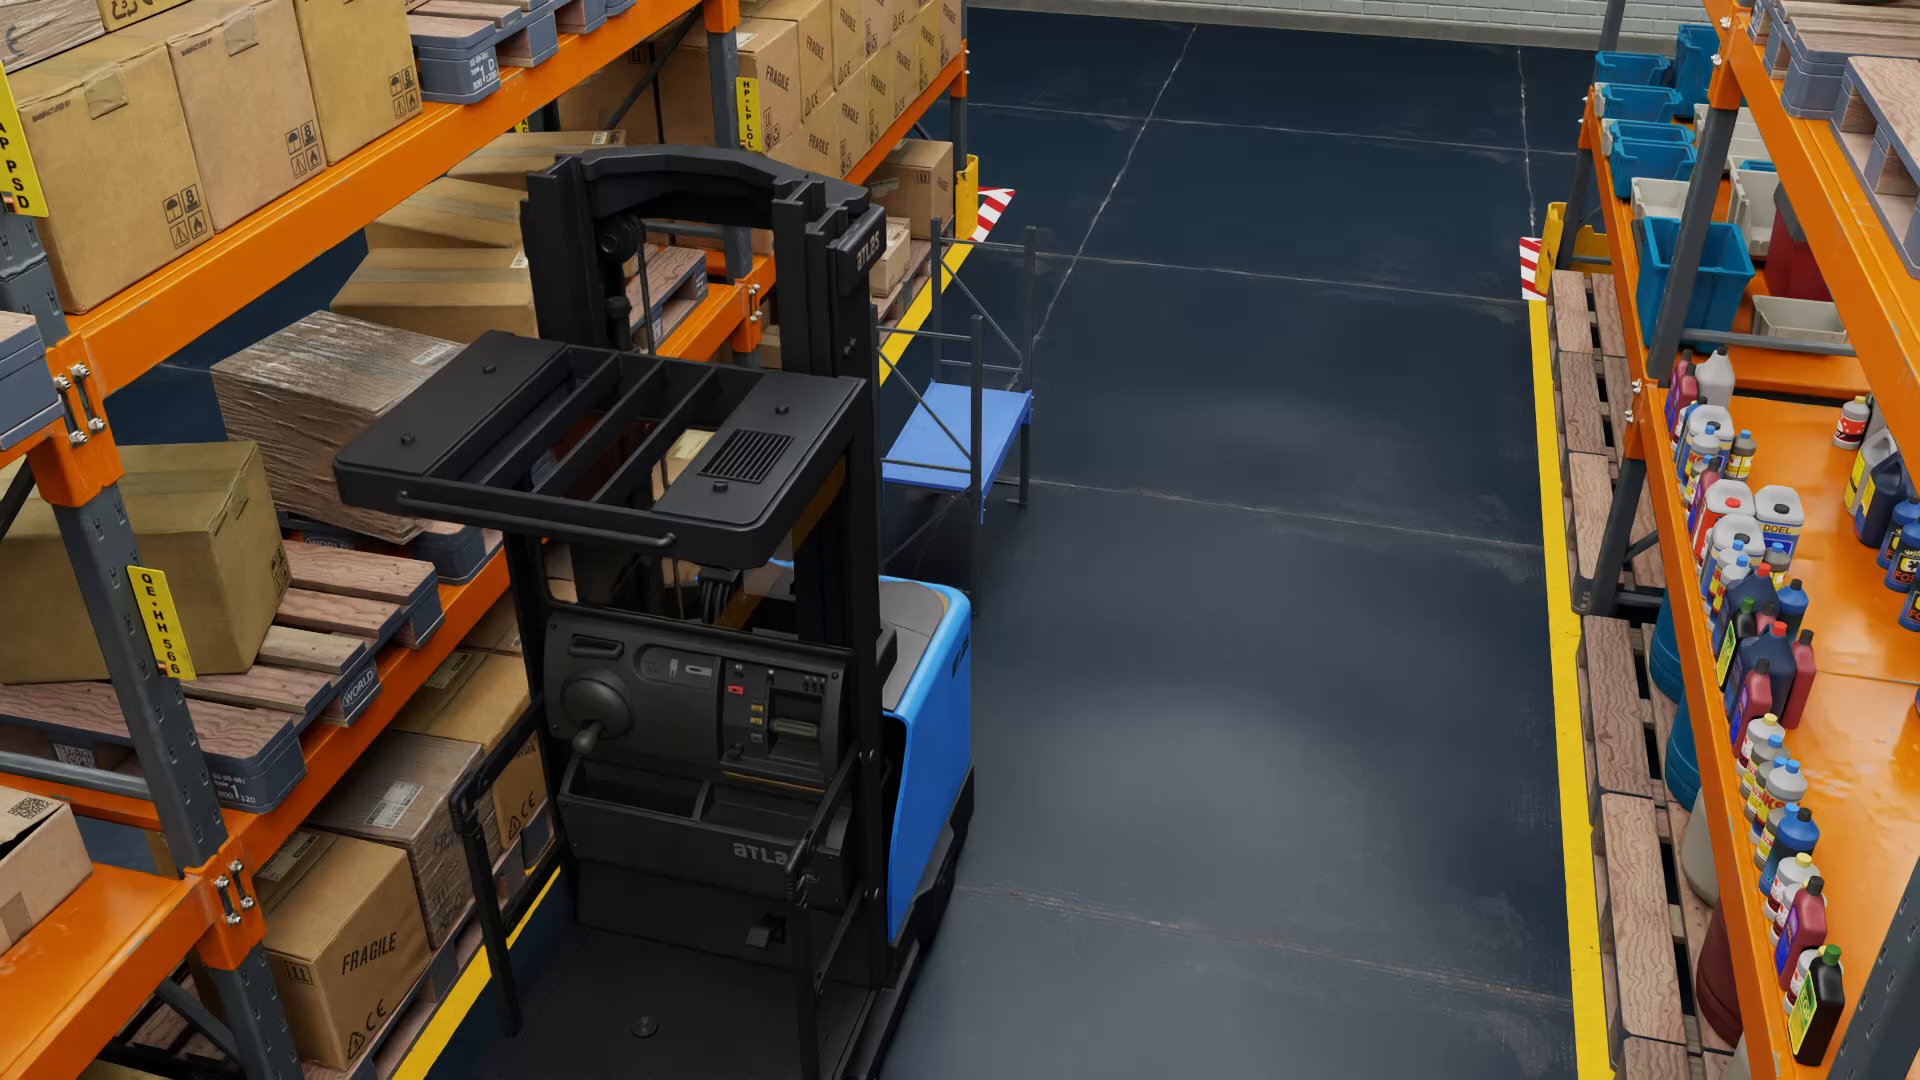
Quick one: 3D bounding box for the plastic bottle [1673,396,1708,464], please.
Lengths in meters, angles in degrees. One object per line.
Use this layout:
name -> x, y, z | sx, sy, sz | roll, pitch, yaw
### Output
plastic bottle -> 2.748, -0.410, 6.219 | 0.097, 0.271, 0.097 | 0, 32, 0

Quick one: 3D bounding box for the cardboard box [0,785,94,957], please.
cardboard box -> -2.616, 0.841, 4.214 | 0.500, 0.311, 0.500 | 10, 34, 15

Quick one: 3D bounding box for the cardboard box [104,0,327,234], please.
cardboard box -> -2.274, -1.183, 4.426 | 0.910, 0.500, 0.500 | 8, 33, 12

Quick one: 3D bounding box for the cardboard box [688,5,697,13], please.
cardboard box -> -1.461, -2.483, 8.335 | 0.500, 0.500, 0.500 | 7, 33, 11

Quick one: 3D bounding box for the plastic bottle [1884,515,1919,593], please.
plastic bottle -> 3.157, 0.038, 5.514 | 0.097, 0.271, 0.097 | 0, 32, 0

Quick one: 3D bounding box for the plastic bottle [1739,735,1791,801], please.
plastic bottle -> 2.253, 0.633, 4.644 | 0.097, 0.201, 0.097 | 0, 32, 0

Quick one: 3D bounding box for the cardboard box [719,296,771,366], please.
cardboard box -> -1.405, -1.230, 9.484 | 0.500, 0.311, 0.500 | 8, 33, 12

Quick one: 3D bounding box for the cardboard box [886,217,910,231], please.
cardboard box -> -0.540, -2.007, 10.842 | 0.380, 0.166, 0.250 | 8, 33, 12

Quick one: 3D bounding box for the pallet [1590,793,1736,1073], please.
pallet -> 2.780, 1.428, 5.807 | 1.003, 0.211, 1.213 | 8, 33, 12

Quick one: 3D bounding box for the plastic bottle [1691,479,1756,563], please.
plastic bottle -> 2.603, -0.058, 5.660 | 0.152, 0.276, 0.135 | 8, 33, 12

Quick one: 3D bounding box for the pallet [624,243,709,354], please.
pallet -> -1.774, -0.974, 7.165 | 1.003, 0.211, 1.213 | 8, 33, 12

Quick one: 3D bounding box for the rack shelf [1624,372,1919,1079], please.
rack shelf -> 2.817, 0.563, 5.239 | 1.077, 0.370, 4.000 | 8, 33, 12

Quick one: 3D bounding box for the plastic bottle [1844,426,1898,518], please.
plastic bottle -> 3.268, -0.256, 5.903 | 0.144, 0.351, 0.185 | 8, 33, 12

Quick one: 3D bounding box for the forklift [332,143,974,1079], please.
forklift -> -0.841, 0.531, 4.682 | 1.130, 2.935, 3.031 | 9, 33, 13

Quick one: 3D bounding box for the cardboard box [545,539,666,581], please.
cardboard box -> -1.575, 0.225, 7.020 | 0.500, 0.500, 0.500 | 8, 33, 13

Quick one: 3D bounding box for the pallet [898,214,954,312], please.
pallet -> -0.672, -1.901, 11.043 | 1.003, 0.211, 1.213 | 8, 33, 12

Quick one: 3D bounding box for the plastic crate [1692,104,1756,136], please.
plastic crate -> 4.308, -2.321, 9.294 | 0.396, 0.136, 0.243 | 8, 33, 12

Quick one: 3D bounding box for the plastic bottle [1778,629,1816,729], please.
plastic bottle -> 2.476, 0.409, 4.920 | 0.061, 0.283, 0.133 | 8, 33, 12

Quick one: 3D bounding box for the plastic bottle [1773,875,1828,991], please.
plastic bottle -> 2.058, 0.958, 4.055 | 0.061, 0.283, 0.133 | 8, 33, 12

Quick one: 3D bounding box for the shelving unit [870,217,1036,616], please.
shelving unit -> -0.022, -0.589, 7.778 | 0.538, 1.500, 1.048 | 8, 33, 12

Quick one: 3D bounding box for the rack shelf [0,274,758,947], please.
rack shelf -> -1.974, -0.114, 6.303 | 1.077, 0.370, 4.000 | 8, 33, 12

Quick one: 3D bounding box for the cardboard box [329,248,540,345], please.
cardboard box -> -1.855, -0.749, 6.148 | 0.700, 0.500, 0.500 | 0, 32, 0

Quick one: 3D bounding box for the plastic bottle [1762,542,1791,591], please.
plastic bottle -> 2.670, 0.102, 5.479 | 0.097, 0.201, 0.097 | 0, 32, 0

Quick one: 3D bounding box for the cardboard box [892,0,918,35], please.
cardboard box -> -0.552, -3.195, 9.454 | 0.500, 0.500, 0.500 | 9, 34, 14

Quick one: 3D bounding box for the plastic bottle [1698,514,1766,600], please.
plastic bottle -> 2.544, 0.063, 5.471 | 0.152, 0.276, 0.135 | 8, 33, 12

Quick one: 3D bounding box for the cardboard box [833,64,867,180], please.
cardboard box -> -0.817, -2.250, 8.900 | 0.500, 0.500, 0.500 | 8, 33, 12

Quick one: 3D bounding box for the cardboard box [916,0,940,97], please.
cardboard box -> -0.430, -3.034, 10.133 | 0.500, 0.500, 0.500 | 8, 33, 13

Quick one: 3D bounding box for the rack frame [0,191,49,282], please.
rack frame -> -2.481, -1.911, 2.868 | 1.000, 3.000, 0.127 | 8, 33, 12

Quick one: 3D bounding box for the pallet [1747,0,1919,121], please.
pallet -> 3.220, -1.545, 5.264 | 1.213, 0.211, 1.003 | 8, 33, 12

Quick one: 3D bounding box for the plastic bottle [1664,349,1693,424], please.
plastic bottle -> 2.819, -0.597, 6.502 | 0.061, 0.283, 0.133 | 8, 33, 12

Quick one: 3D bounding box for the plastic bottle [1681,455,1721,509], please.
plastic bottle -> 2.665, -0.210, 5.969 | 0.097, 0.201, 0.097 | 0, 32, 0

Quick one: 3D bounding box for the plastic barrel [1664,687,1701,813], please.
plastic barrel -> 2.990, 0.577, 6.111 | 0.600, 0.901, 0.708 | 8, 33, 12

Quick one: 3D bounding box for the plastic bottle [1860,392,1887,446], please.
plastic bottle -> 3.537, -0.478, 6.321 | 0.152, 0.276, 0.135 | 8, 33, 12

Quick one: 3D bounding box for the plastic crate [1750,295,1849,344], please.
plastic crate -> 3.581, -0.915, 7.083 | 0.396, 0.136, 0.243 | 8, 33, 12

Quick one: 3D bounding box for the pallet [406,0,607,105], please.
pallet -> -1.960, -1.774, 5.624 | 1.213, 0.211, 1.003 | 8, 33, 12

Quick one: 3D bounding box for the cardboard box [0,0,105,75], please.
cardboard box -> -2.364, -1.335, 3.733 | 0.500, 0.500, 0.500 | 8, 33, 12

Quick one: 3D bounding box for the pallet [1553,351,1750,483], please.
pallet -> 3.781, -0.624, 9.035 | 1.003, 0.211, 1.213 | 8, 33, 12

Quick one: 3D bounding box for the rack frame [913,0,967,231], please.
rack frame -> -0.451, -3.531, 11.008 | 1.000, 3.000, 0.127 | 8, 33, 12

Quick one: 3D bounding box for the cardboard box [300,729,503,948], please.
cardboard box -> -1.962, 1.020, 5.769 | 0.500, 0.500, 0.500 | 7, 33, 11

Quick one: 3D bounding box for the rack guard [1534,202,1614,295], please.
rack guard -> 4.333, -1.814, 10.637 | 1.175, 0.500, 0.348 | 8, 33, 12

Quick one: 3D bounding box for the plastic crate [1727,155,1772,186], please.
plastic crate -> 4.116, -1.868, 8.583 | 0.298, 0.136, 0.250 | 8, 33, 12

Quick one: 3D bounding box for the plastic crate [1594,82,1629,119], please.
plastic crate -> 3.797, -2.530, 9.624 | 0.250, 0.136, 0.298 | 8, 33, 12

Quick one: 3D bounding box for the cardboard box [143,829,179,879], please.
cardboard box -> -2.471, 0.973, 5.844 | 0.500, 0.500, 0.500 | 9, 34, 14

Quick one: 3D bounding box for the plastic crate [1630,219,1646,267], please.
plastic crate -> 3.348, -1.305, 7.708 | 0.437, 0.125, 0.590 | 8, 33, 12

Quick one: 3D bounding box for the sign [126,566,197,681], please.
sign -> -1.943, 0.206, 4.051 | 0.100, 0.325, 0.005 | 8, 33, 12

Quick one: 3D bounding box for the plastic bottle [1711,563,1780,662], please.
plastic bottle -> 2.451, 0.215, 5.162 | 0.144, 0.351, 0.185 | 8, 33, 12

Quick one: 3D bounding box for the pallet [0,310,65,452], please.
pallet -> -2.567, -0.201, 3.151 | 1.213, 0.211, 1.003 | 10, 34, 15

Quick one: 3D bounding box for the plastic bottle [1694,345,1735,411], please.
plastic bottle -> 2.911, -0.598, 6.441 | 0.144, 0.351, 0.185 | 8, 33, 12

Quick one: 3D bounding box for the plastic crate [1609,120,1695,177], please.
plastic crate -> 3.624, -2.043, 8.767 | 0.416, 0.233, 0.300 | 8, 33, 12

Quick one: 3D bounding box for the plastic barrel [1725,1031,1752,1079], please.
plastic barrel -> 2.474, 1.608, 4.852 | 0.421, 0.512, 0.421 | 0, 32, 0

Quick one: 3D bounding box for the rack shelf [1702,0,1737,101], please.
rack shelf -> 3.832, -2.779, 7.700 | 1.077, 0.370, 4.000 | 8, 33, 12

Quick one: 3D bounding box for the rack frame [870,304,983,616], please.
rack frame -> -0.151, -0.325, 7.363 | 0.500, 1.500, 0.032 | 8, 33, 12

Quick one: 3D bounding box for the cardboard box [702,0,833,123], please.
cardboard box -> -0.944, -2.393, 8.193 | 0.500, 0.500, 0.500 | 7, 33, 11

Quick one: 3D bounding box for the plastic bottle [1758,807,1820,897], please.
plastic bottle -> 2.154, 0.805, 4.308 | 0.097, 0.271, 0.097 | 0, 32, 0
